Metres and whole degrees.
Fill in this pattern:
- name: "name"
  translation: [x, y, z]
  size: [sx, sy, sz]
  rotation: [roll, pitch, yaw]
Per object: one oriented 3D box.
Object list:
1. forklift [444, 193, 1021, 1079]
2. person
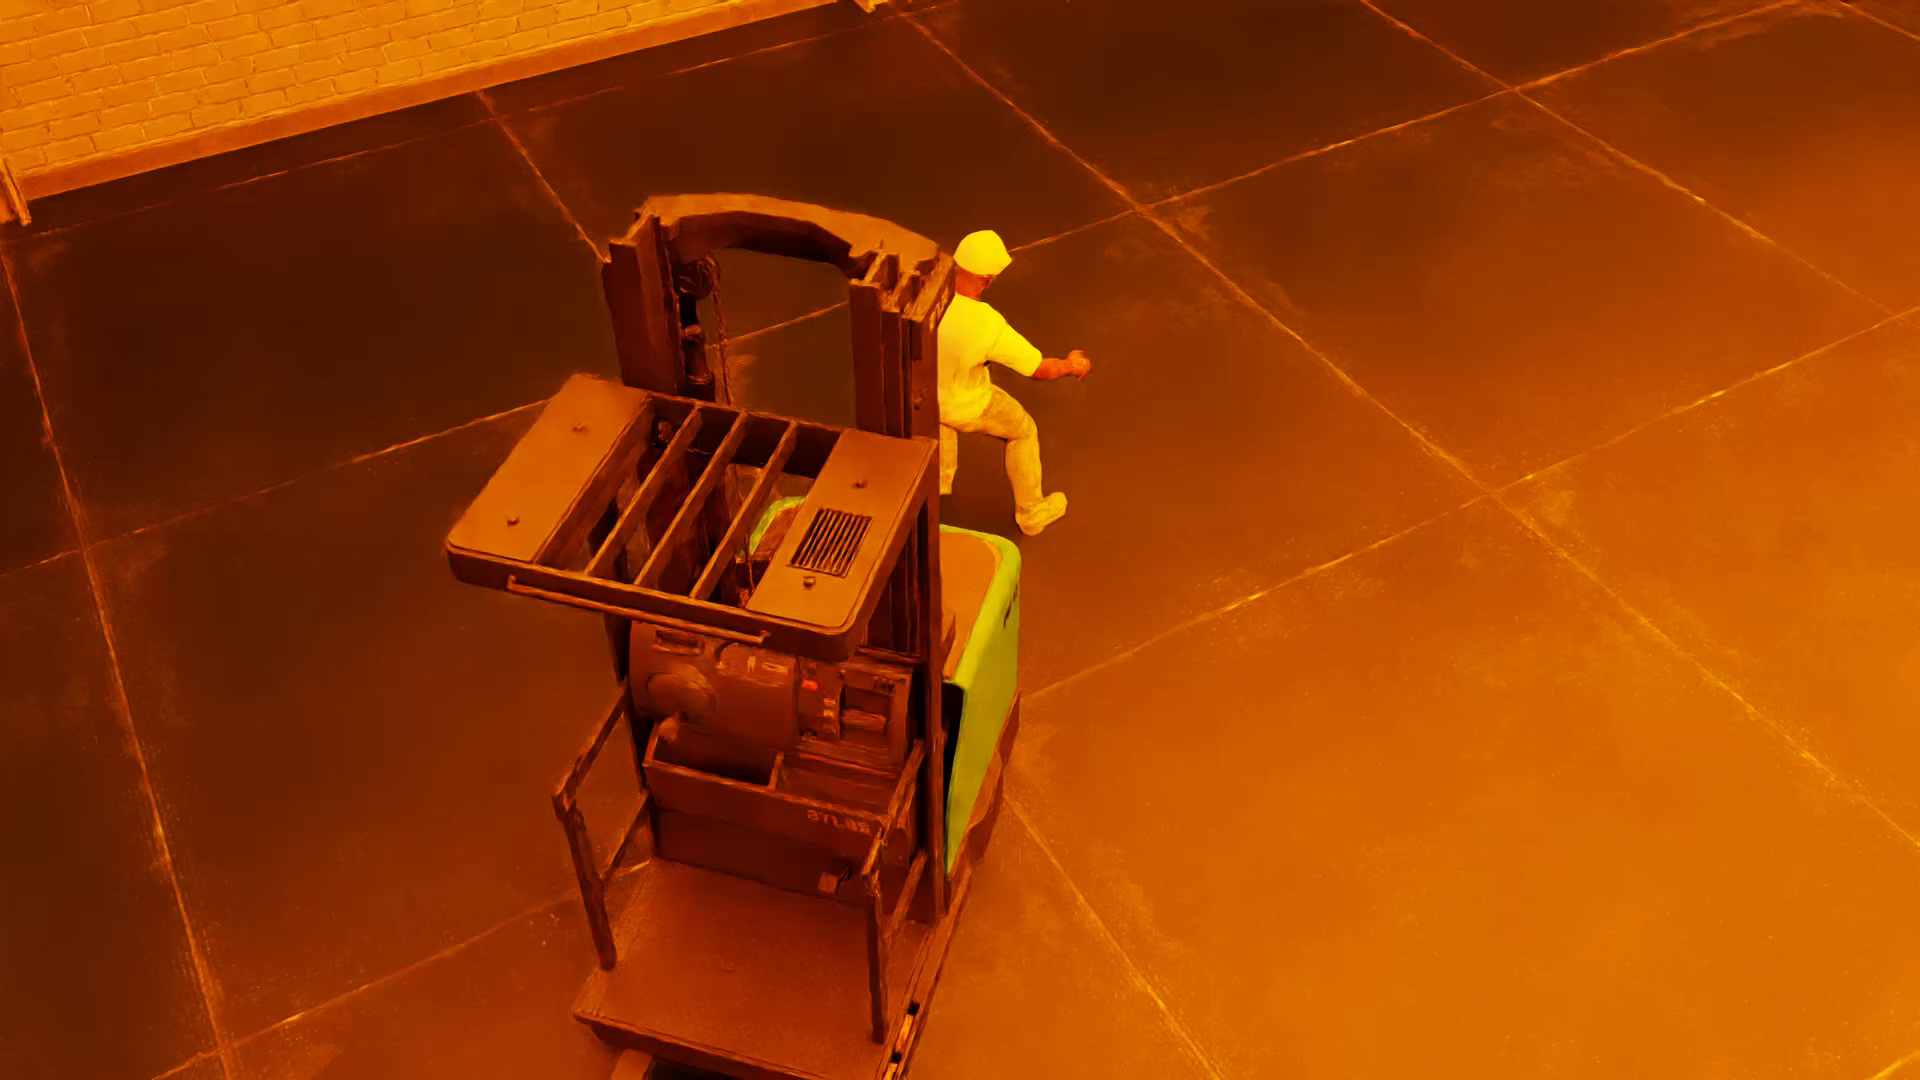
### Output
- name: "forklift"
  translation: [-0.662, 0.577, 5.076]
  size: [1.130, 2.935, 3.031]
  rotation: [11, 44, 12]
- name: "person"
  translation: [0.056, -0.763, 7.499]
  size: [0.929, 1.611, 0.648]
  rotation: [20, 46, 20]
